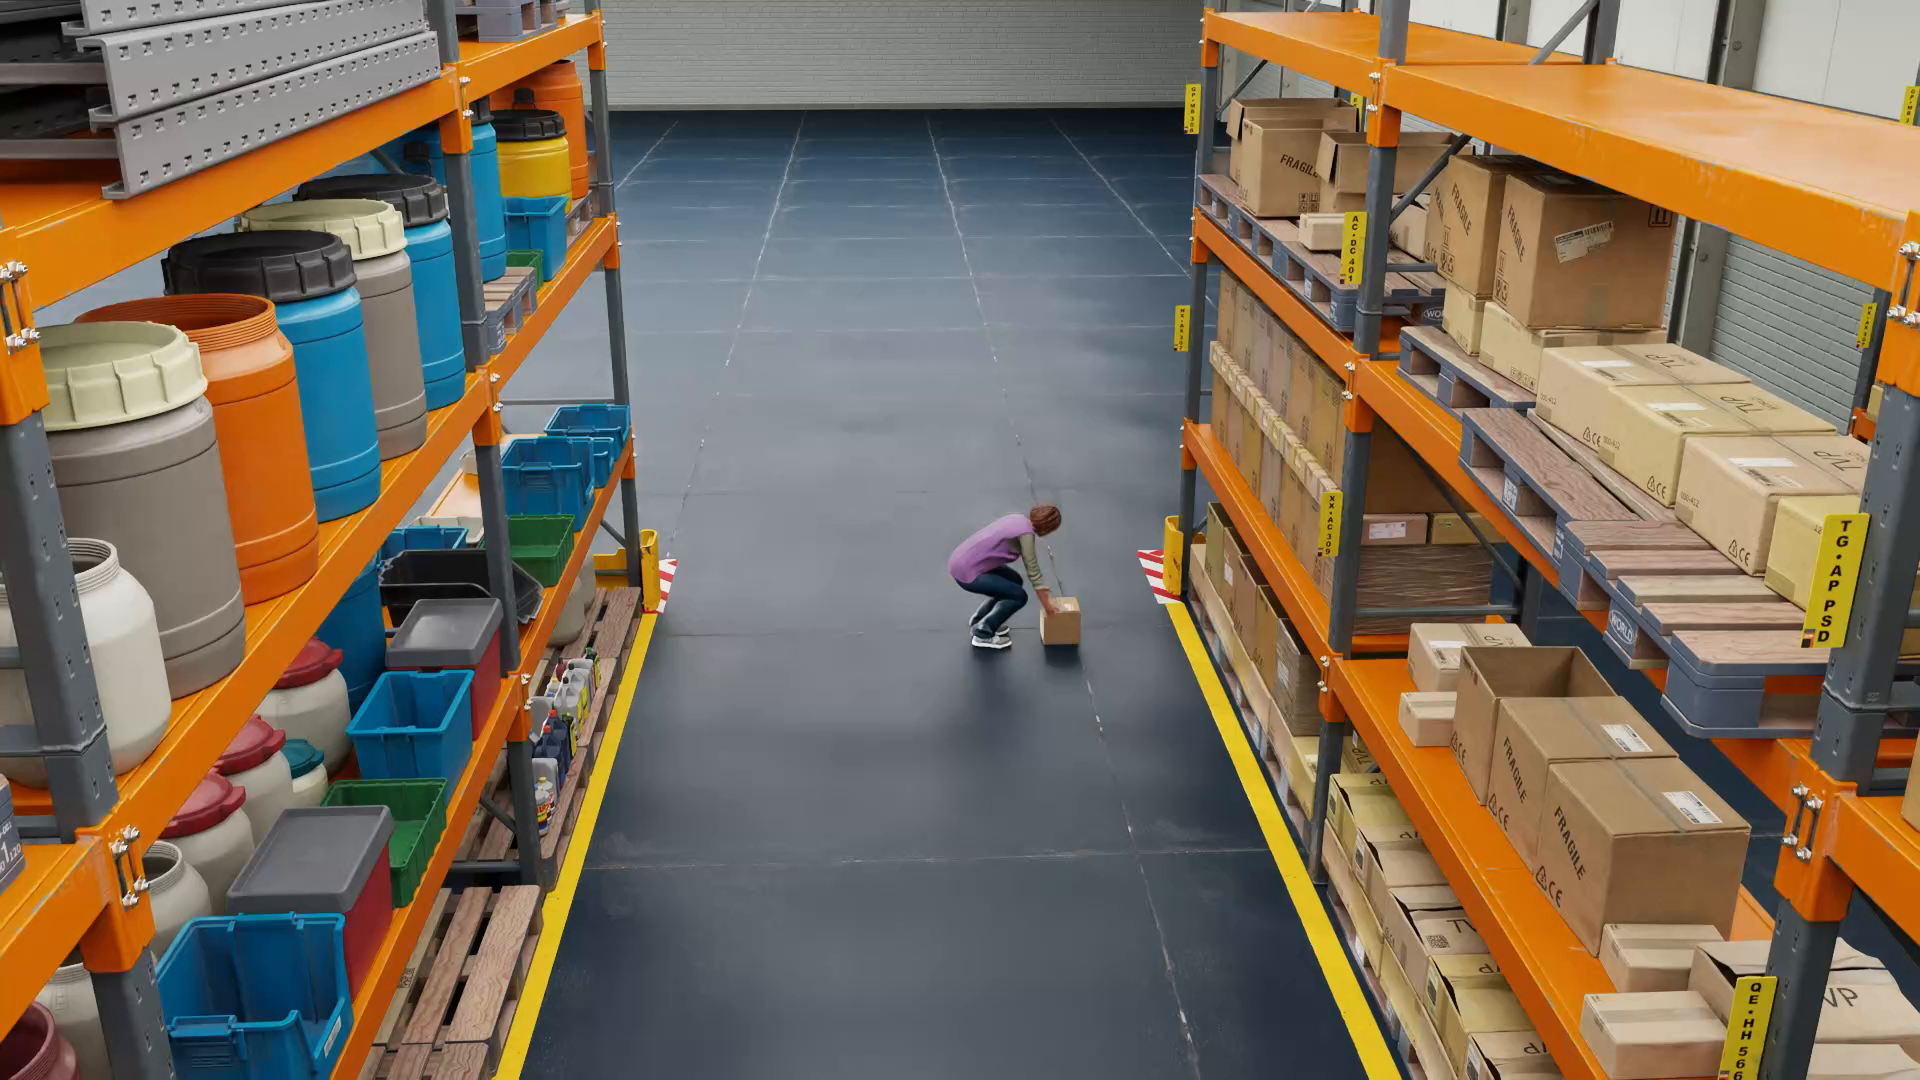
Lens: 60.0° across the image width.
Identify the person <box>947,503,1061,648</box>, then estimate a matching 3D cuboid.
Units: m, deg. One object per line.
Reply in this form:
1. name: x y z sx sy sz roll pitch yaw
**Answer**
1. person: 0.301 0.226 11.382 0.780 0.973 0.454 -1 21 -3
